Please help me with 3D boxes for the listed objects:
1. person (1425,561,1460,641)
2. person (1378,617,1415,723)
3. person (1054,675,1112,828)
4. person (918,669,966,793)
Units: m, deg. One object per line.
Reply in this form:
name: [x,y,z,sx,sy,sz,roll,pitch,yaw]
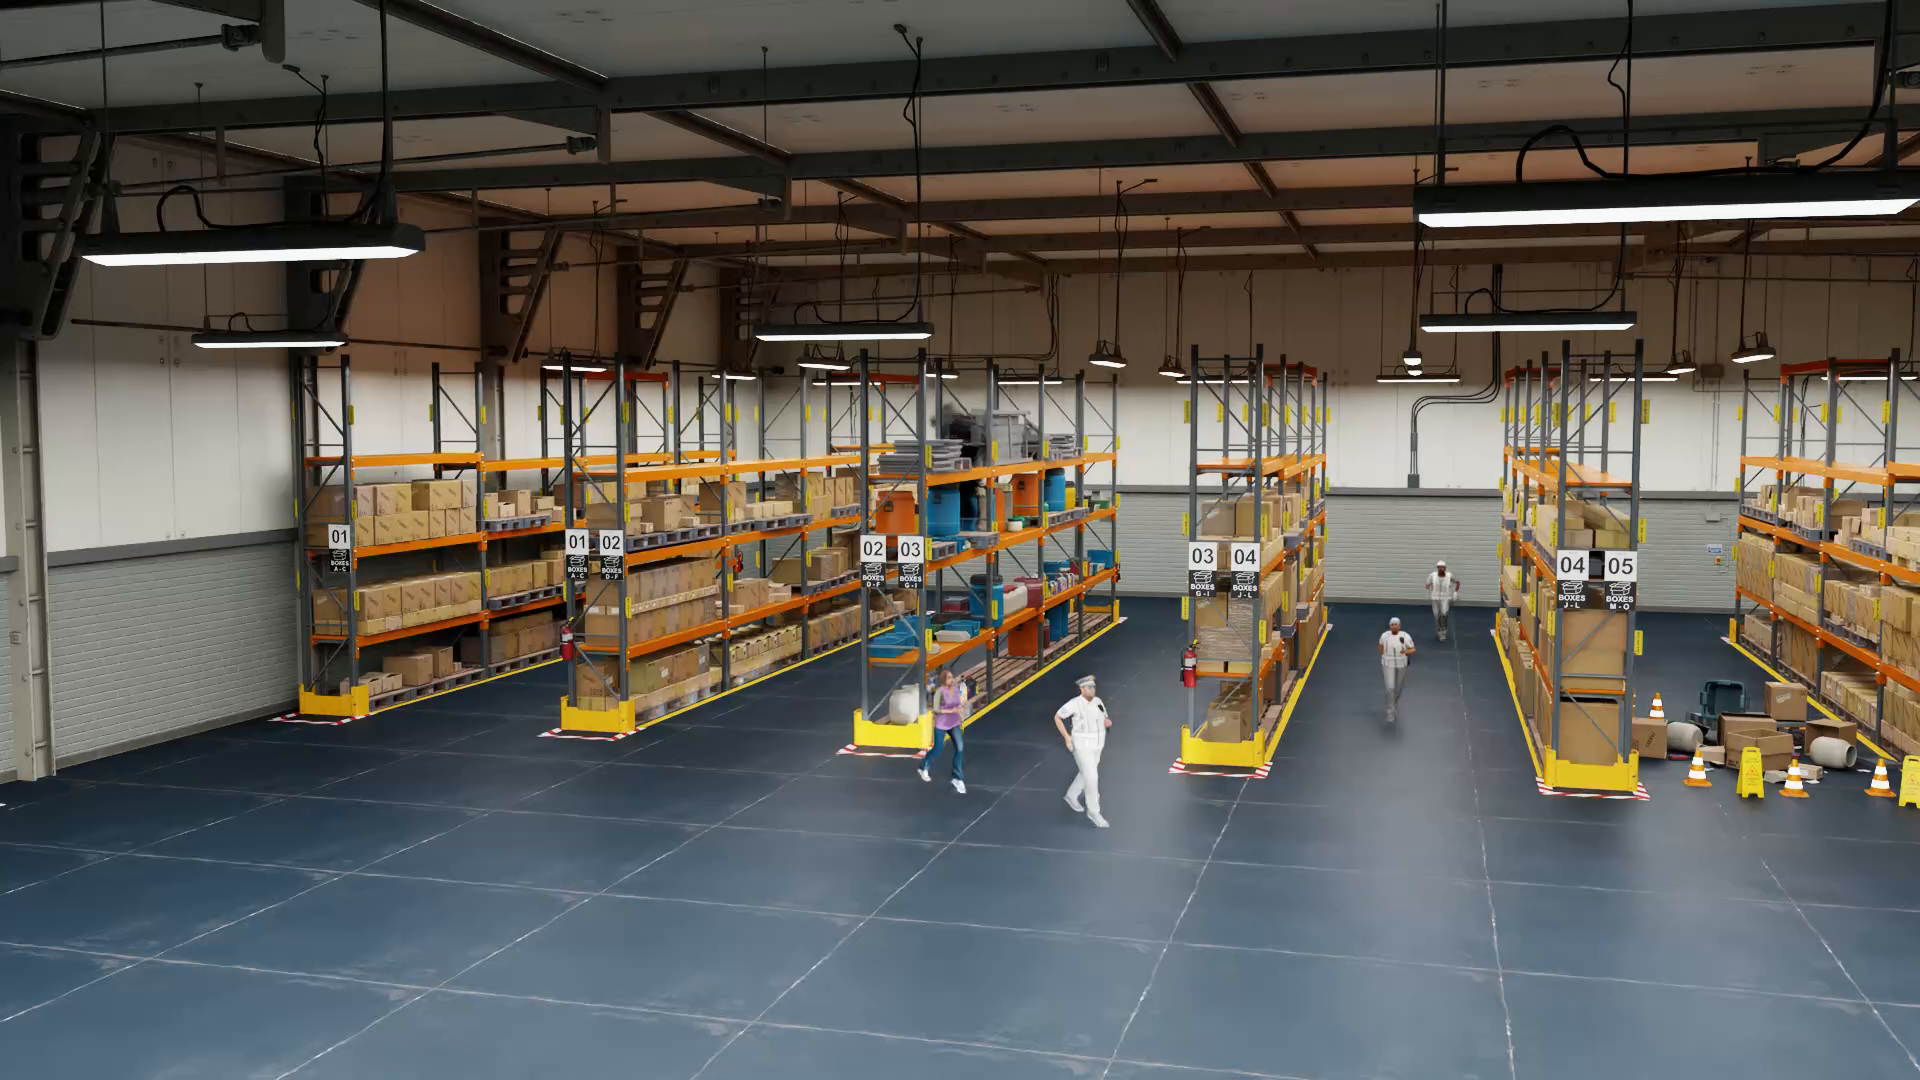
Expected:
person: [10.739,1.354,37.091,0.703,1.793,0.820,2,5,26]
person: [7.204,2.122,27.450,0.583,1.712,0.842,1,4,11]
person: [1.571,2.569,20.526,0.649,1.823,0.867,-4,6,-43]
person: [-0.205,2.533,22.314,0.547,1.634,0.846,-3,5,-37]
